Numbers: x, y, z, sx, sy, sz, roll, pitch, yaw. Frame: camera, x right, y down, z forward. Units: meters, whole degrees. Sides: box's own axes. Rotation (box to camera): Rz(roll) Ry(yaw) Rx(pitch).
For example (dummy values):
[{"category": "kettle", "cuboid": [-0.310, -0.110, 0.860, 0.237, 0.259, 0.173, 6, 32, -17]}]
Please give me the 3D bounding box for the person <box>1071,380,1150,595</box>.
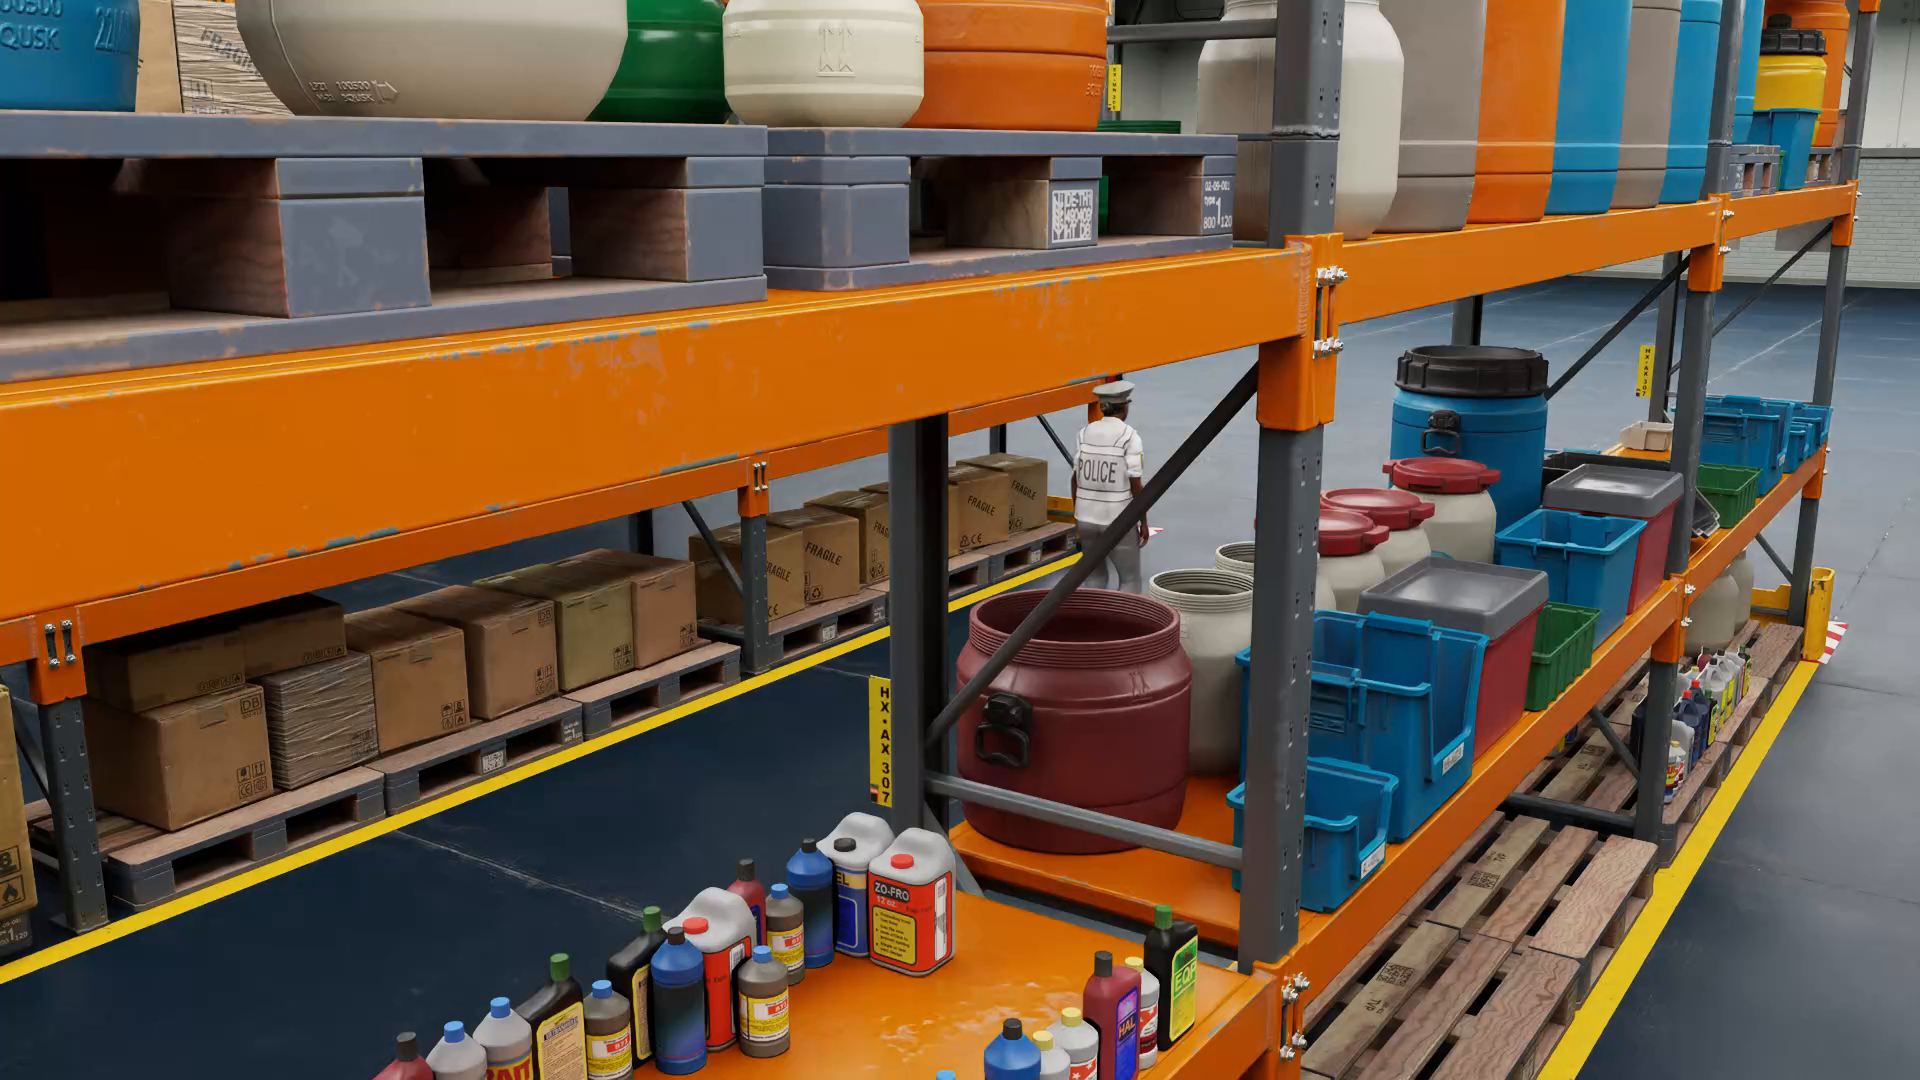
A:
[{"category": "person", "cuboid": [0.908, -0.108, 9.949, 0.507, 1.659, 0.415, 9, 16, 33]}]
